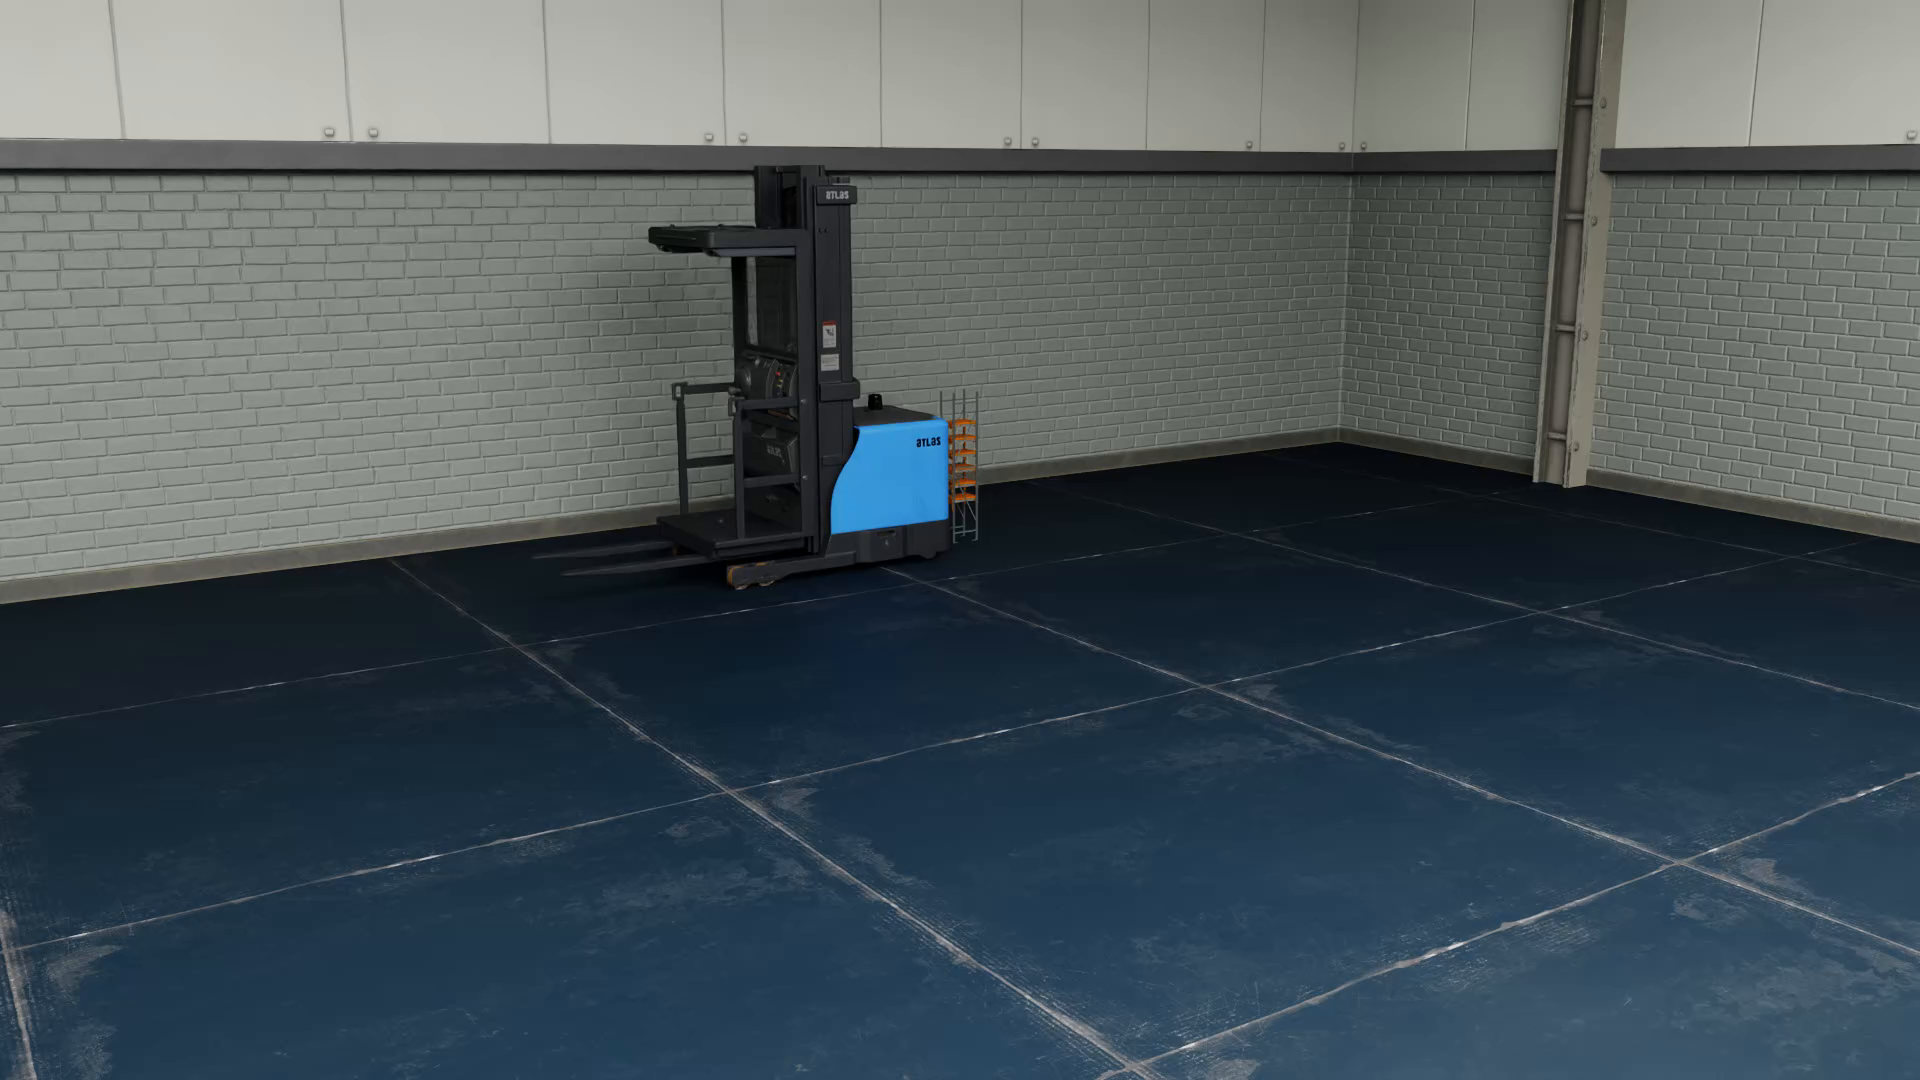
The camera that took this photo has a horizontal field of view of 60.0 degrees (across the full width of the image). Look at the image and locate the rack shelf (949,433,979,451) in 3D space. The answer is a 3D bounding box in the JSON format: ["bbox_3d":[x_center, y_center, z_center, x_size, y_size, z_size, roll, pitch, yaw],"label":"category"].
[{"bbox_3d":[-0.008,-0.780,13.204,0.258,0.103,0.180,-8,15,-33],"label":"rack shelf"}]

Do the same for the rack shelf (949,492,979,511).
[{"bbox_3d":[-0.008,-0.311,13.306,0.258,0.103,0.180,-8,15,-33],"label":"rack shelf"}]

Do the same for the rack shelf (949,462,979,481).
[{"bbox_3d":[-0.008,-0.545,13.255,0.258,0.103,0.180,-8,15,-33],"label":"rack shelf"}]

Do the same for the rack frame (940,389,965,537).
[{"bbox_3d":[-0.059,-0.605,13.320,0.240,1.200,0.006,-8,15,-33],"label":"rack frame"}]

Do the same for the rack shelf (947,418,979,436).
[{"bbox_3d":[-0.008,-0.897,13.178,0.258,0.103,0.180,-8,15,-33],"label":"rack shelf"}]

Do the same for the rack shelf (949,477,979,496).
[{"bbox_3d":[-0.008,-0.428,13.280,0.258,0.103,0.180,-8,15,-33],"label":"rack shelf"}]

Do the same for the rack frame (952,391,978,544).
[{"bbox_3d":[0.043,-0.572,13.171,0.240,1.200,0.006,-8,15,-33],"label":"rack frame"}]

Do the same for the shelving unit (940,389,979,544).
[{"bbox_3d":[-0.008,-0.589,13.245,0.258,1.200,0.189,-8,15,-33],"label":"shelving unit"}]

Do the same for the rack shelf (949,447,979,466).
[{"bbox_3d":[-0.008,-0.663,13.229,0.258,0.103,0.180,-8,15,-33],"label":"rack shelf"}]

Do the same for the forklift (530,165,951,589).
[{"bbox_3d":[-1.590,-1.211,12.038,3.031,2.935,1.130,-8,15,-32],"label":"forklift"}]

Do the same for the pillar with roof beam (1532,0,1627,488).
[{"bbox_3d":[2.131,-4.429,12.552,9.100,9.000,0.400,-8,15,-33],"label":"pillar with roof beam"}]
